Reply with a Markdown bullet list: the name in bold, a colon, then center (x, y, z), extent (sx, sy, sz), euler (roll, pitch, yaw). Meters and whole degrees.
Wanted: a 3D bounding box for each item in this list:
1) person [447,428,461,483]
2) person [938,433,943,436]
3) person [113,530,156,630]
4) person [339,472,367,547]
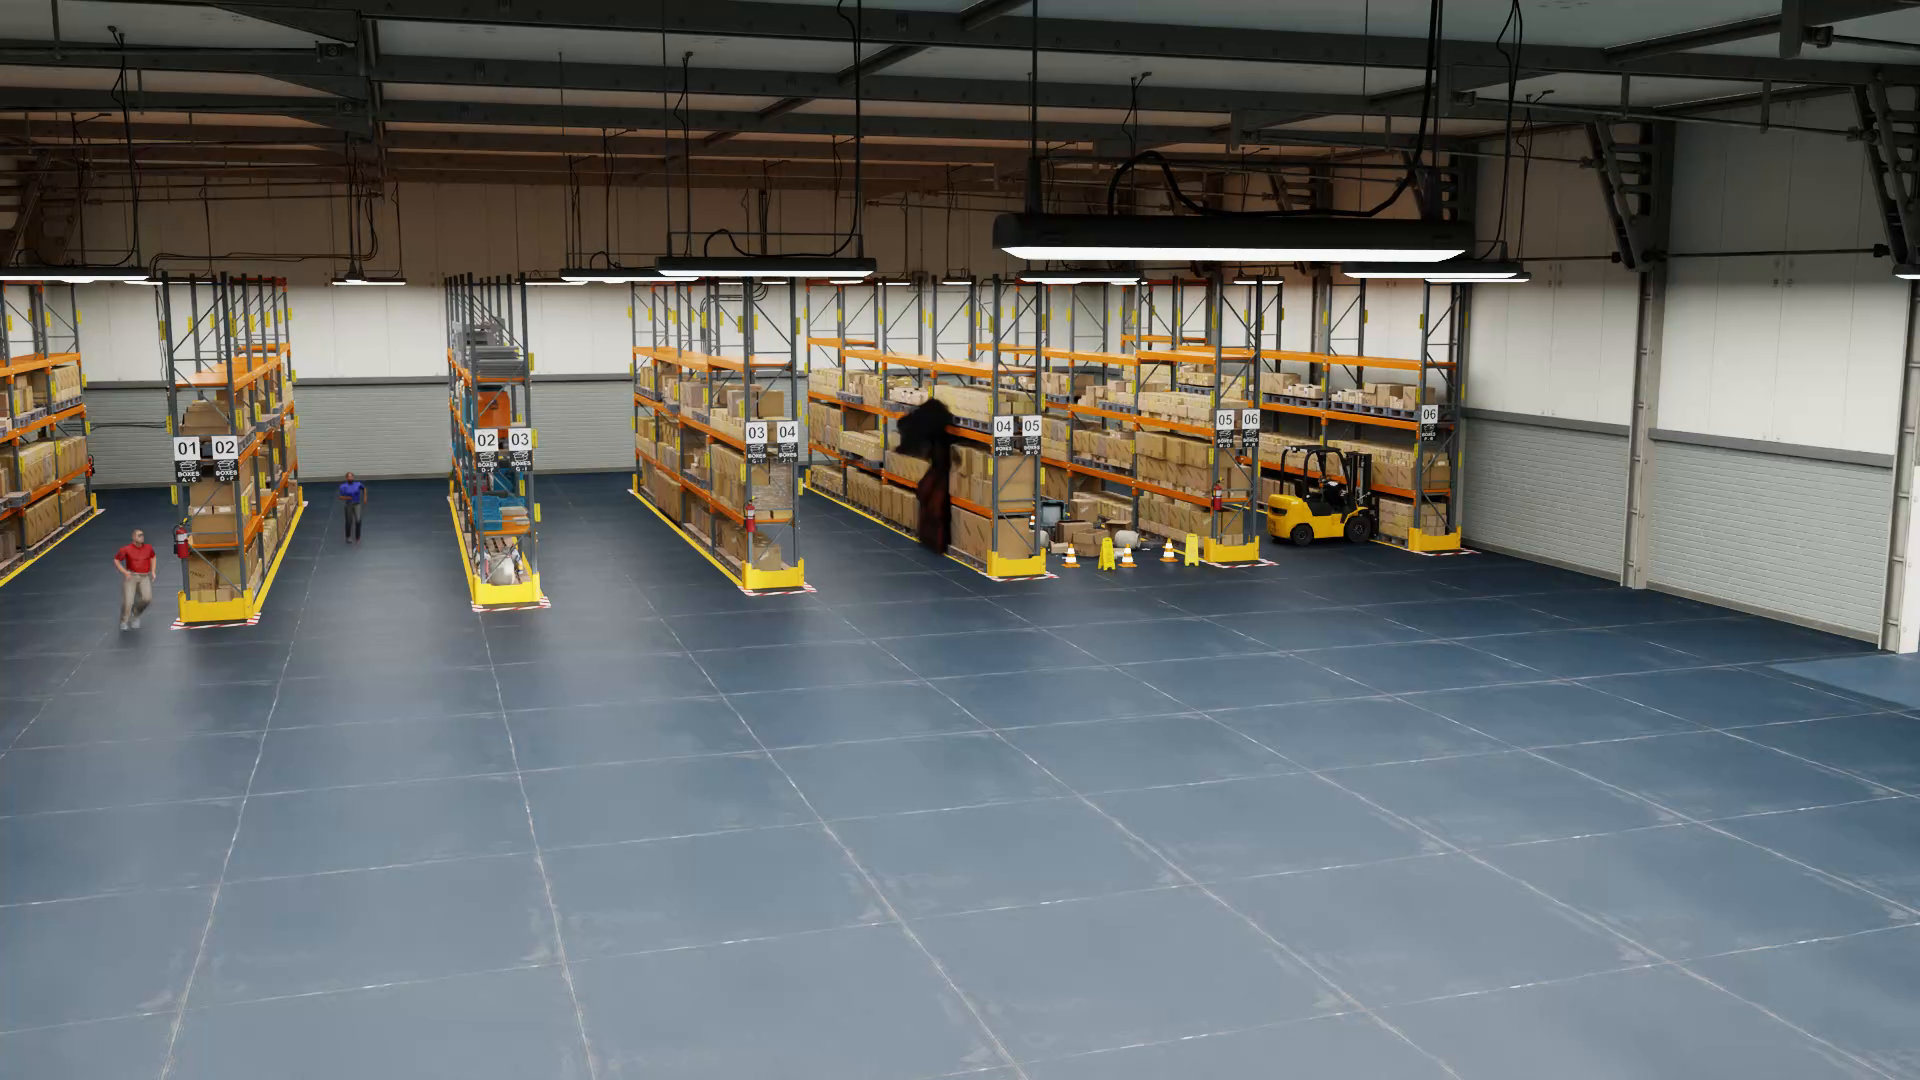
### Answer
- **person**: center (-14.536, -2.388, 48.118), extent (0.677, 1.752, 0.670), euler (1, 9, 5)
- **person**: center (-0.554, -2.100, 46.211), extent (0.648, 1.748, 0.632), euler (-7, 11, -37)
- **person**: center (-13.907, 0.665, 28.154), extent (0.724, 1.677, 0.589), euler (-8, 12, -44)
- **person**: center (-13.589, -0.697, 37.261), extent (0.587, 1.687, 0.877), euler (-4, 9, -22)
